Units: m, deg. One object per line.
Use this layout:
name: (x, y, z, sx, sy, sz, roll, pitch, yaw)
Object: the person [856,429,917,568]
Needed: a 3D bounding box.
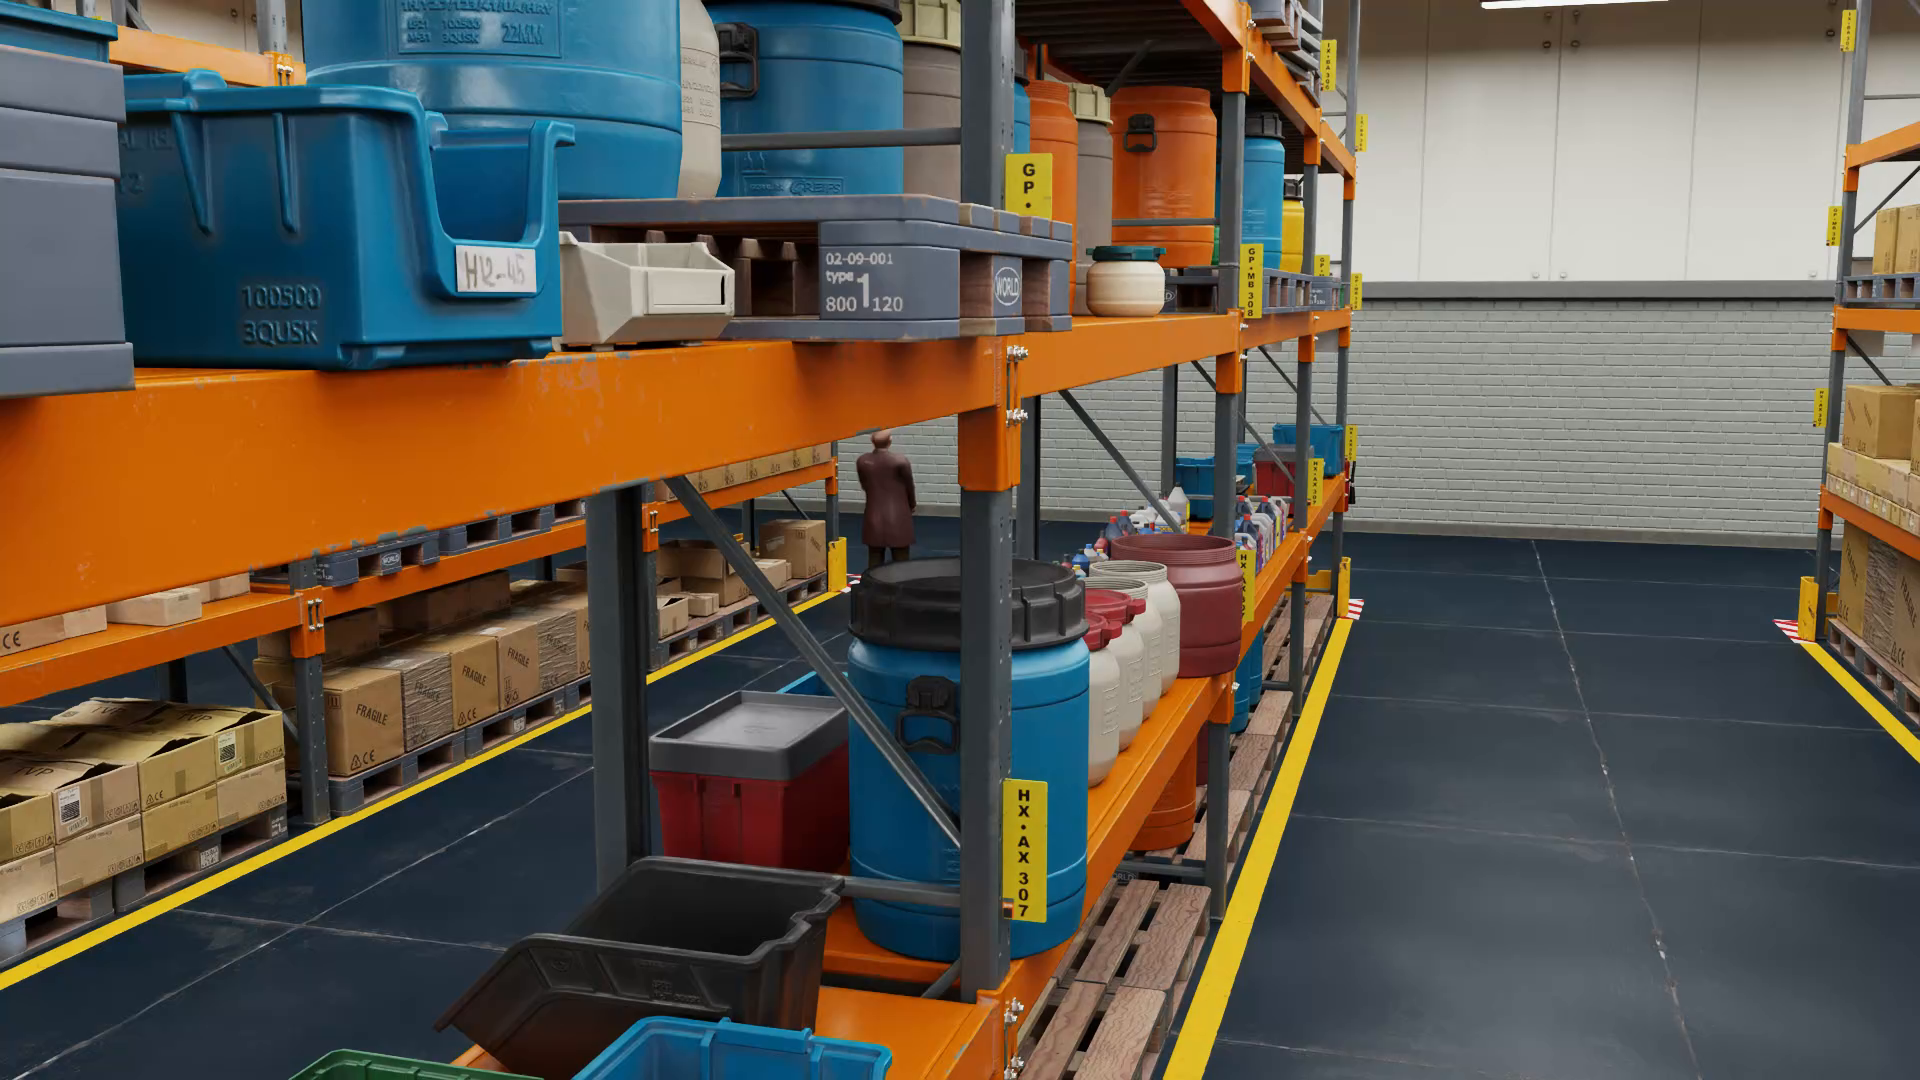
person: (-0.640, -0.188, 15.206, 0.531, 1.769, 0.555, 2, 9, 16)
